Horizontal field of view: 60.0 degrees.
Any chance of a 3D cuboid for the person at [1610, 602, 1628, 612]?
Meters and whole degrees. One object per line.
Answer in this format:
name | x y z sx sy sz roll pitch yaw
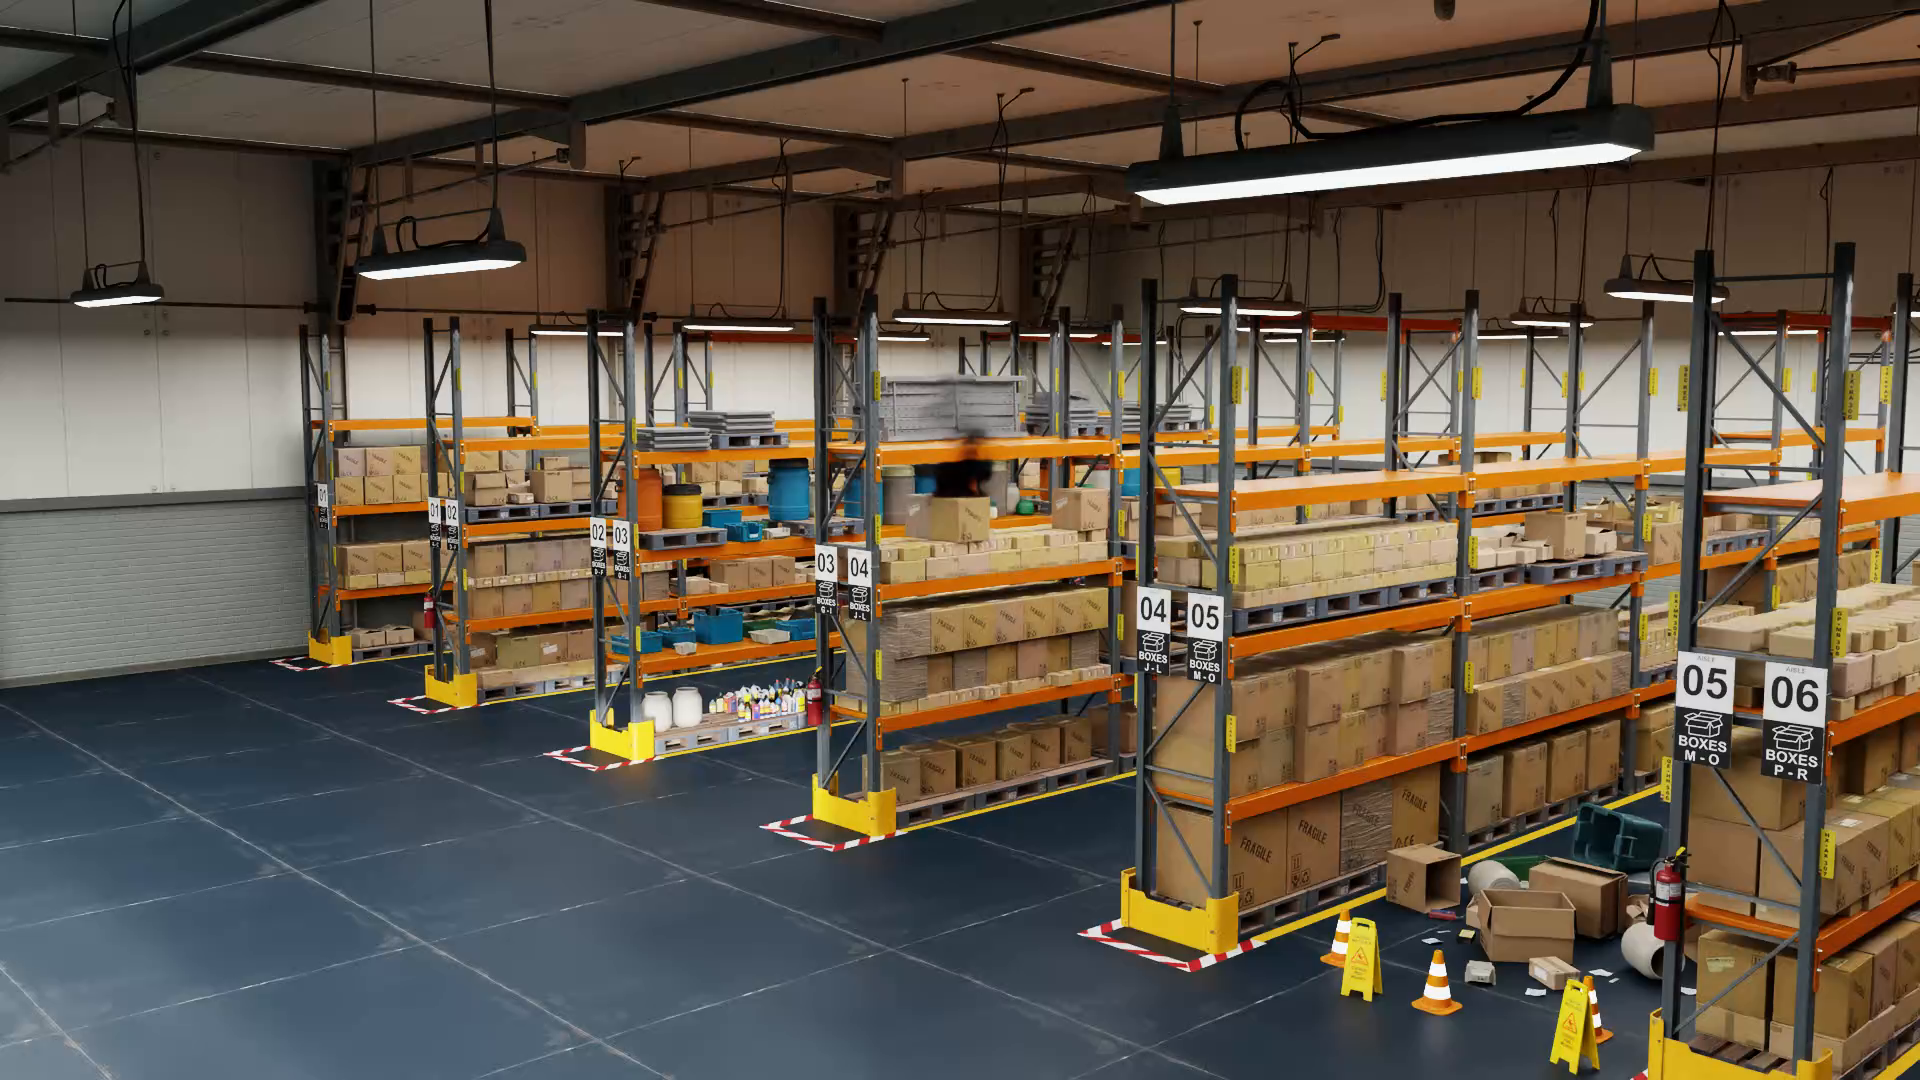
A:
person | 9.850 1.795 24.877 0.652 1.760 0.655 -5 7 -39
